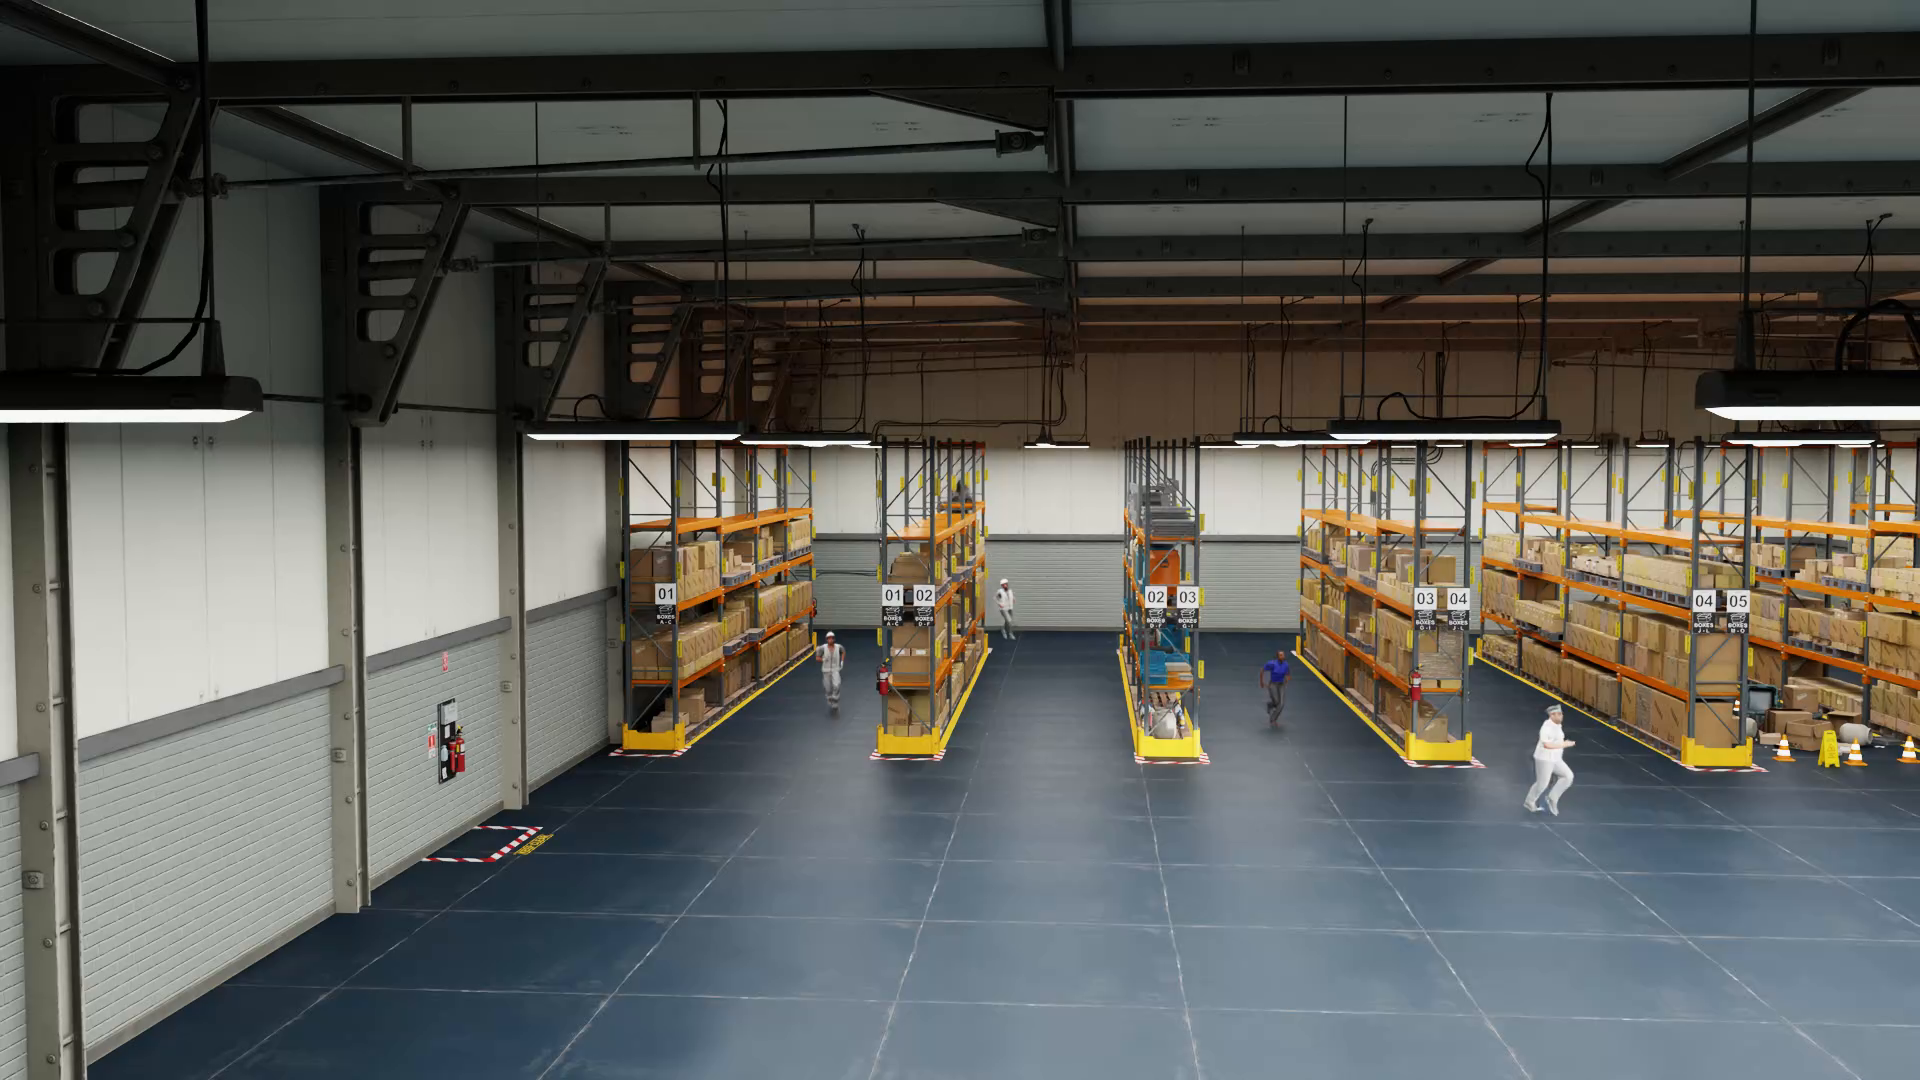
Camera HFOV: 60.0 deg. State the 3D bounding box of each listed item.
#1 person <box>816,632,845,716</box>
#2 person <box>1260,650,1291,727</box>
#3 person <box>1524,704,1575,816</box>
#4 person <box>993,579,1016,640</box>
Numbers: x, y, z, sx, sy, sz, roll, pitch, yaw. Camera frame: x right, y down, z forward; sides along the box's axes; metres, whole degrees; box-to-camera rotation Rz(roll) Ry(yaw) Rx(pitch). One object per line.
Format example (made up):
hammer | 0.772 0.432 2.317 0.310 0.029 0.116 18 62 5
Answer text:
person | -2.827 2.904 36.228 0.631 1.823 0.825 0 3 -3
person | 6.594 3.094 34.620 0.615 1.595 0.645 -1 3 -14
person | 9.267 3.443 26.112 0.829 1.772 0.694 3 4 42
person | 1.316 2.023 48.374 0.670 1.787 0.798 -2 4 -32
